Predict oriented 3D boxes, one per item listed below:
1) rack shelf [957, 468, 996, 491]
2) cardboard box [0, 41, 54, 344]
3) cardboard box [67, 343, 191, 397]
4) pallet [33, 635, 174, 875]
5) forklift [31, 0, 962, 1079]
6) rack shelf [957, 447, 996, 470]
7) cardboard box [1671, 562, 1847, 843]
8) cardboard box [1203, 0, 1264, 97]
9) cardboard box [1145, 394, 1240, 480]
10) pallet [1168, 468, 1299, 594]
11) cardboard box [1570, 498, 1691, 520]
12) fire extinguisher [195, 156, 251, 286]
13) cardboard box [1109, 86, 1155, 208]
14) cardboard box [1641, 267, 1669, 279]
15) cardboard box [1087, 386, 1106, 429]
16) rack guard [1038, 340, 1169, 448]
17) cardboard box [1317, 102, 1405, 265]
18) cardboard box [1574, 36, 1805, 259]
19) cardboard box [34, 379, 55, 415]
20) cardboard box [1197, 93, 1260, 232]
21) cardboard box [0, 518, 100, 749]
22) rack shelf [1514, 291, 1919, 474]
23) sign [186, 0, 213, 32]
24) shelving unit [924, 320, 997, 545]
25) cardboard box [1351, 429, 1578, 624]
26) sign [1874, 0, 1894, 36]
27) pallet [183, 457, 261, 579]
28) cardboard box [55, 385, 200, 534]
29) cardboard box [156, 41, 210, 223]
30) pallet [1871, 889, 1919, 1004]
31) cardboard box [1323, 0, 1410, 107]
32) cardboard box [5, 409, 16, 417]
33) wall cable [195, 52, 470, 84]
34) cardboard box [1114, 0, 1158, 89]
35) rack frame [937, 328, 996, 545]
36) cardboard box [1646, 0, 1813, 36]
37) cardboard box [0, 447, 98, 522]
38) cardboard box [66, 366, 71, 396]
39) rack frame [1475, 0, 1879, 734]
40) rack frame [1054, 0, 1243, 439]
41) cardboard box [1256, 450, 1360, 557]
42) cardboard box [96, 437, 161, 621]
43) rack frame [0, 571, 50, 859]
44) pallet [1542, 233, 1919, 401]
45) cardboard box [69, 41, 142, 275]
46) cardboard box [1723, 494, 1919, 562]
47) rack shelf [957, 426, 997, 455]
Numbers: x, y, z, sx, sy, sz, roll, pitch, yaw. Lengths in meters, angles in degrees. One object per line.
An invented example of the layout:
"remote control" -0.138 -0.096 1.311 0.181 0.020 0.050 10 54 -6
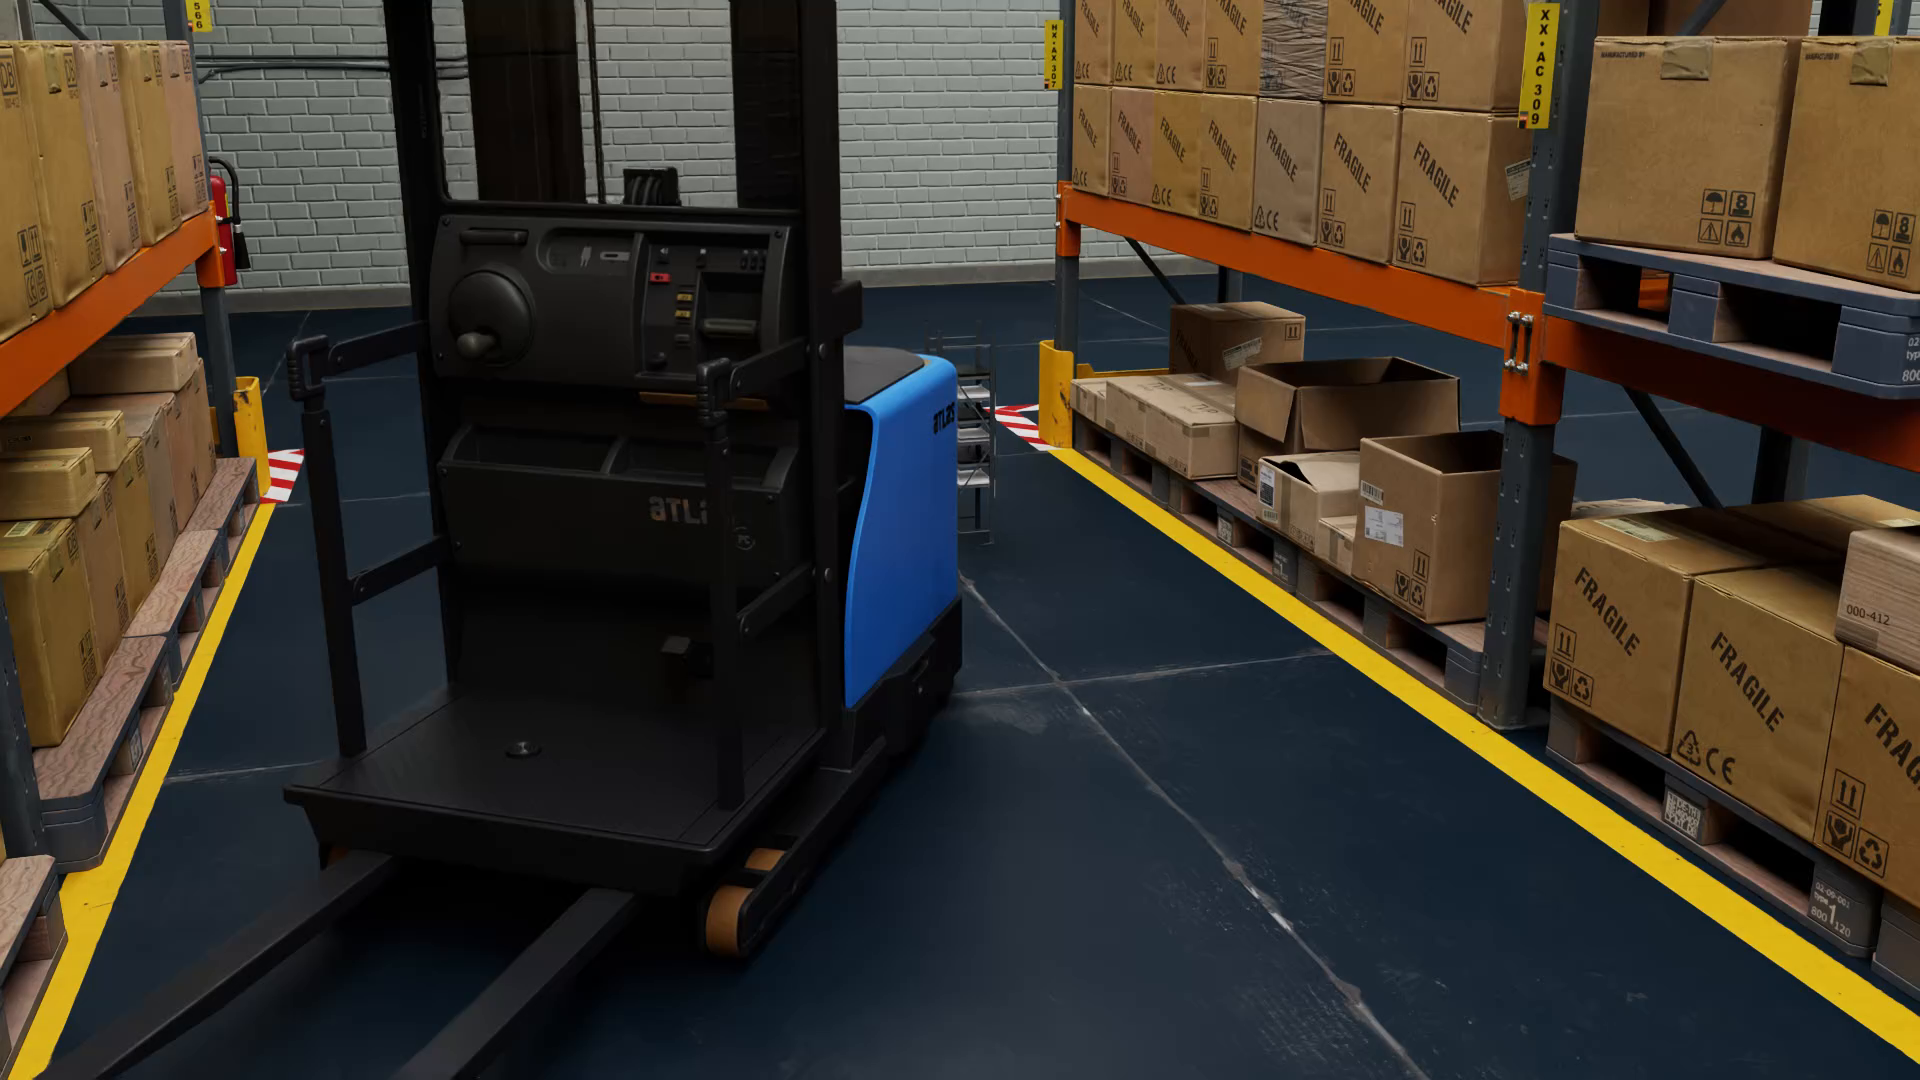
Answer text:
"rack shelf" -0.002 -0.229 6.891 0.258 0.077 0.200 -5 17 -15
"cardboard box" -2.810 -0.811 3.917 0.980 0.700 0.700 -4 17 -14
"cardboard box" -3.206 -0.660 6.422 0.380 0.149 0.250 -4 17 -14
"pallet" -2.811 0.603 4.578 1.003 0.211 1.213 -5 17 -15
"forklift" -0.907 -0.578 3.782 1.130 2.935 3.031 5 17 16
"rack shelf" -0.002 -0.315 6.866 0.258 0.077 0.200 -5 17 -15
"cardboard box" 2.141 0.377 4.062 0.500 0.500 0.500 -4 17 -14
"cardboard box" 1.278 -1.975 6.402 0.500 0.500 0.500 -5 17 -16
"cardboard box" 1.137 -0.460 7.283 0.500 0.250 0.500 -5 17 -15
"pallet" 1.558 -0.101 6.923 1.003 0.211 1.213 -5 17 -15
"cardboard box" 2.178 0.035 5.530 0.500 0.311 0.500 -5 17 -15
"fire extinguisher" -3.374 -1.485 7.465 0.296 0.674 0.183 -5 17 -15
"cardboard box" 1.001 -1.777 7.481 0.500 0.500 0.500 -5 17 -16
"cardboard box" 2.207 -1.119 5.290 0.500 0.500 0.500 -4 17 -14
"cardboard box" 0.839 -0.657 8.085 0.380 0.166 0.250 -5 17 -15
"rack guard" 1.007 -0.797 8.736 1.175 0.500 0.348 -5 17 -15
"cardboard box" 1.558 -1.217 5.616 0.500 0.500 0.500 -4 17 -14
"cardboard box" 2.000 -1.009 4.194 0.700 0.500 0.500 -12 20 -34
"cardboard box" -3.435 -0.491 5.859 0.380 0.149 0.250 -4 17 -14
"cardboard box" 1.272 -1.500 6.557 0.500 0.500 0.500 -4 17 -15
"cardboard box" -2.784 0.265 4.471 0.700 0.500 0.500 -4 17 -15
"rack shelf" 2.635 -0.011 3.025 1.077 0.370 4.000 -5 17 -15
"sign" -3.251 -2.330 7.069 0.100 0.325 0.005 -5 17 -15
"shelving unit" -0.002 -0.433 6.830 0.258 0.900 0.210 -5 17 -15
"cardboard box" 1.656 -0.057 5.510 0.500 0.500 0.500 -5 17 -15
"sign" 2.618 -1.508 4.746 0.100 0.325 0.005 -5 17 -15
"pallet" -3.481 -0.072 6.825 1.003 0.211 1.213 -5 17 -15
"cardboard box" -3.350 -0.302 6.360 0.700 0.500 0.500 -5 17 -15
"cardboard box" -3.626 -1.626 6.629 0.980 0.700 0.700 -4 17 -13
"pallet" 2.684 0.987 3.300 1.003 0.211 1.213 -5 17 -15
"cardboard box" 1.554 -1.696 5.474 0.500 0.500 0.500 -5 17 -16
"cardboard box" -3.295 -0.350 5.389 0.380 0.149 0.250 -5 17 -16
"wall cable" -4.987 -4.601 12.026 3.097 2.526 0.112 -5 17 -15
"cardboard box" 1.005 -2.254 7.331 0.500 0.500 0.500 -5 17 -15
"rack frame" 0.026 -0.405 6.736 0.240 0.900 0.006 -5 17 -15
"cardboard box" 2.226 -1.588 5.113 0.500 0.500 0.500 -4 17 -14
"cardboard box" -2.703 -0.155 4.741 0.380 0.149 0.250 -4 17 -13
"cardboard box" -3.574 -0.630 6.323 0.380 0.149 0.250 -5 17 -15
"rack frame" 2.085 -0.909 4.763 1.000 3.000 0.127 -5 17 -15
"rack frame" 0.986 -2.015 8.447 1.000 3.000 0.127 -5 17 -15
"cardboard box" 1.450 -0.174 6.228 0.500 0.311 0.500 -5 17 -15
"cardboard box" -3.058 -0.016 5.408 0.700 0.500 0.500 -4 17 -14
"rack frame" -2.677 -0.516 3.456 1.000 3.000 0.127 -5 17 -15
"pallet" 2.200 -0.587 4.026 1.003 0.211 1.213 -5 17 -15
"cardboard box" -3.215 -1.214 5.258 0.980 0.700 0.700 -6 18 -18
"cardboard box" 2.496 0.192 4.681 0.500 0.500 0.500 -5 17 -16
"rack shelf" -0.002 -0.401 6.840 0.258 0.077 0.200 -5 17 -15
